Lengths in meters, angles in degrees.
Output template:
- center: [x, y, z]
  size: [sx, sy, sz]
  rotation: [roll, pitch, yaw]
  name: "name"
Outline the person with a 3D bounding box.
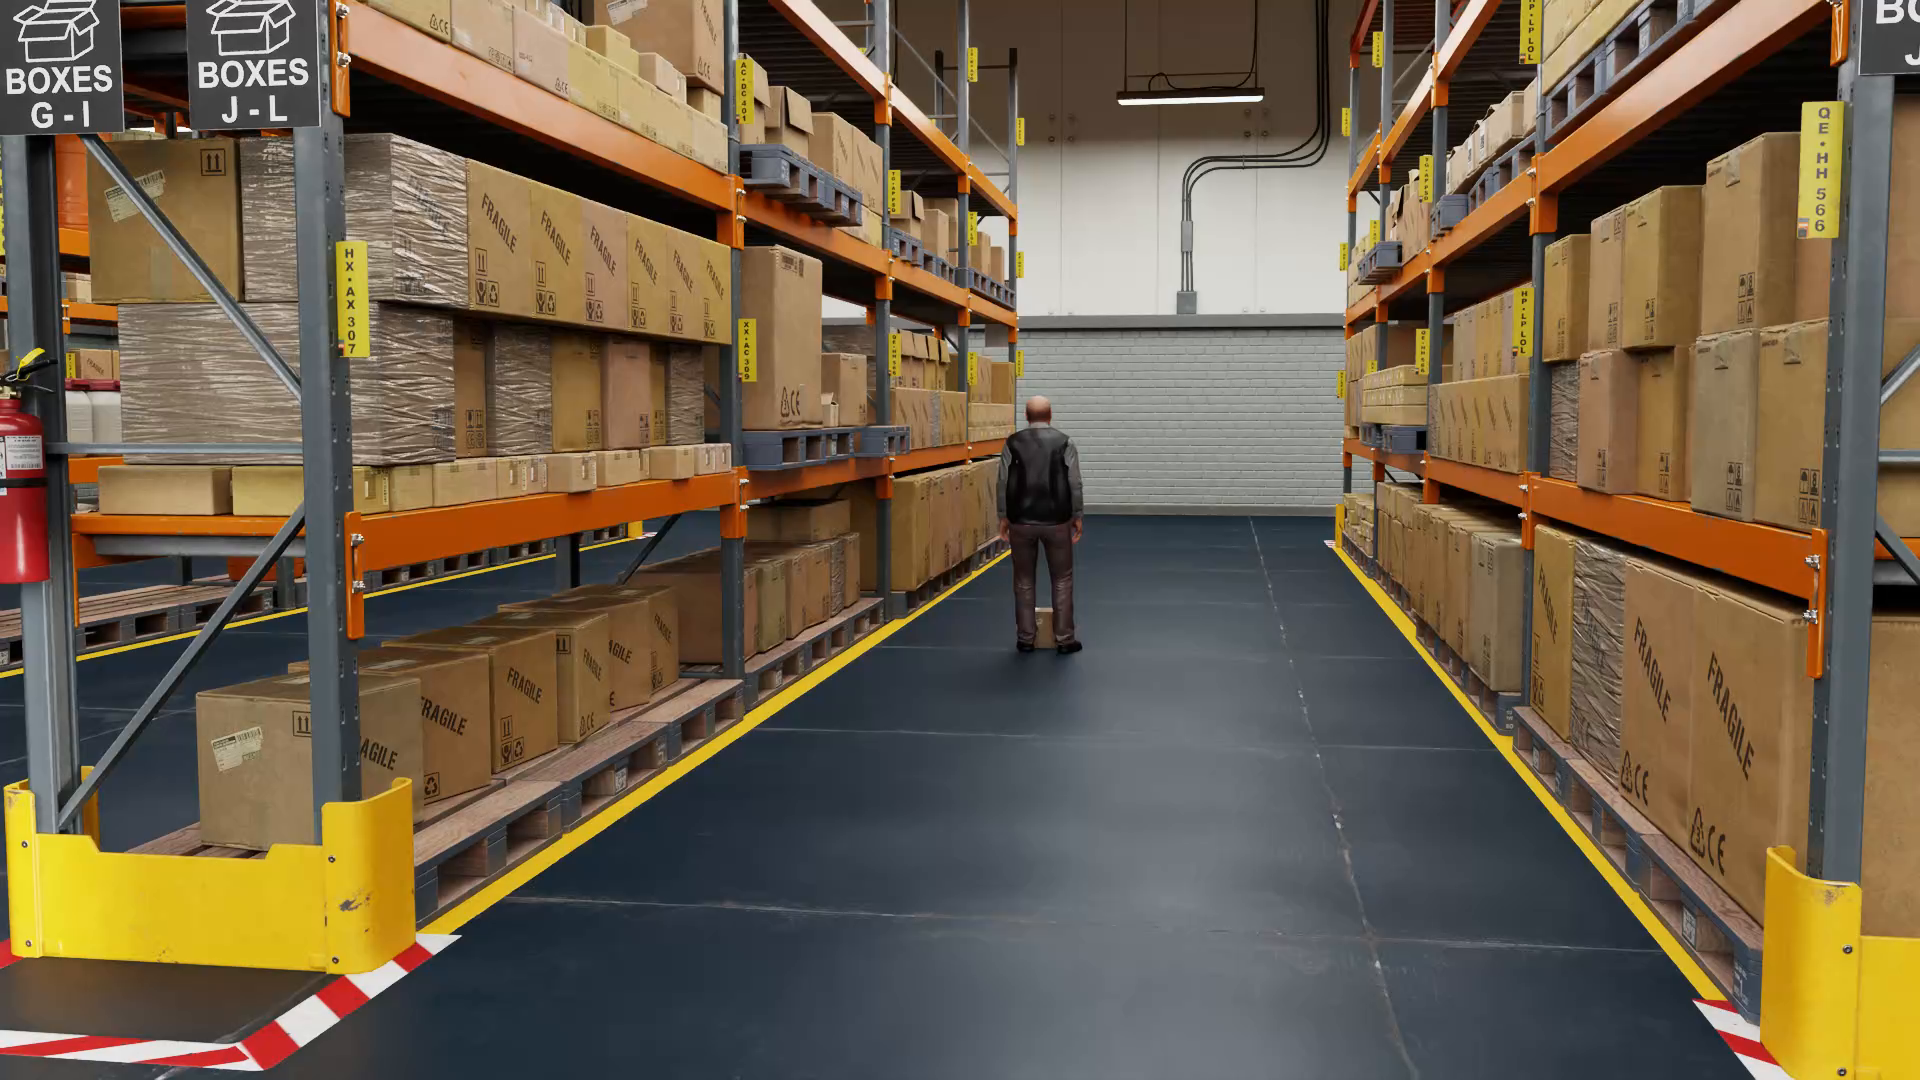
- center: [0.538, -0.092, 11.174]
  size: [0.583, 1.690, 0.461]
  rotation: [1, 4, 8]
  name: "person"
